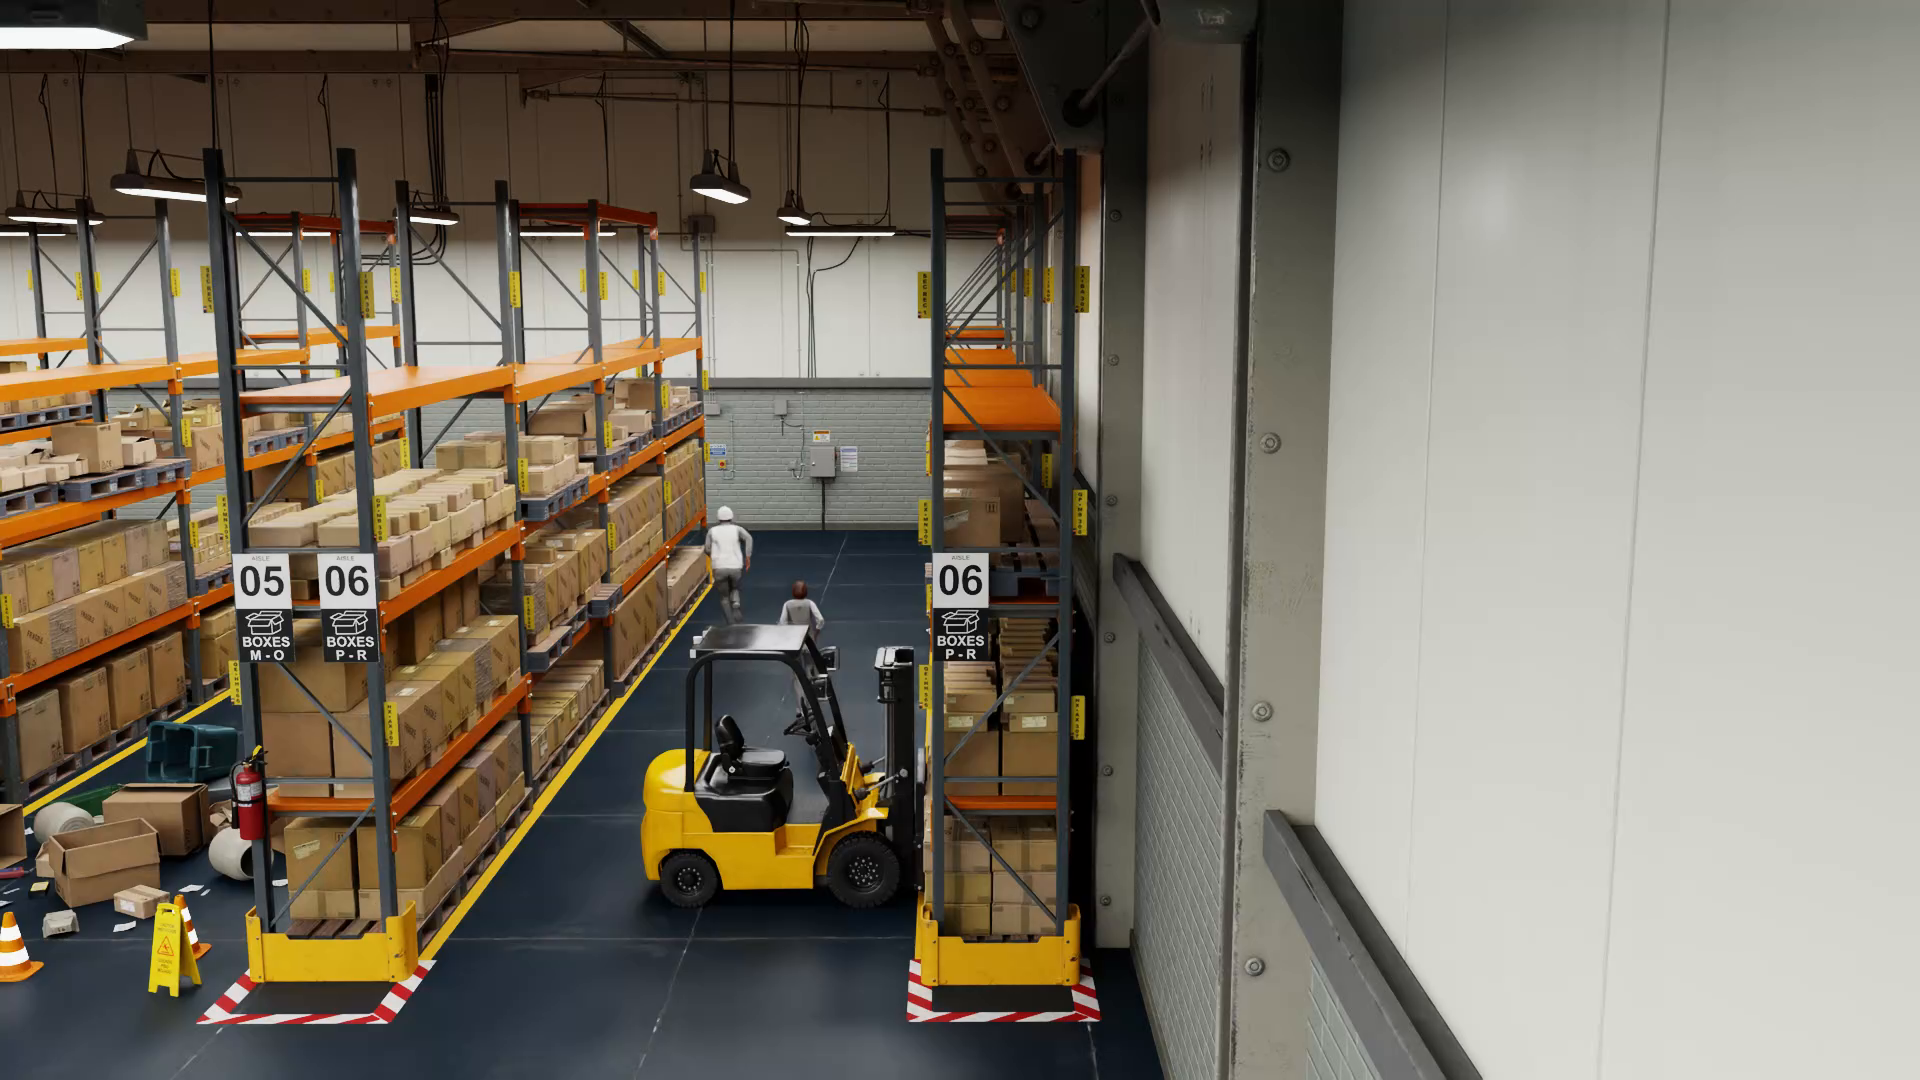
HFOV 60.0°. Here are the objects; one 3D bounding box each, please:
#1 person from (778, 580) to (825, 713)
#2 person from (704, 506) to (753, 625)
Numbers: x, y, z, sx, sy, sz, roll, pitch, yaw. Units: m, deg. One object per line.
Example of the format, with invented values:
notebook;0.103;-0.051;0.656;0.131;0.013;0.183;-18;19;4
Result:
person;-1.885;1.243;19.707;0.530;1.564;0.617;-2;9;-10
person;-3.185;0.400;22.829;0.633;1.717;0.731;-3;10;-18
